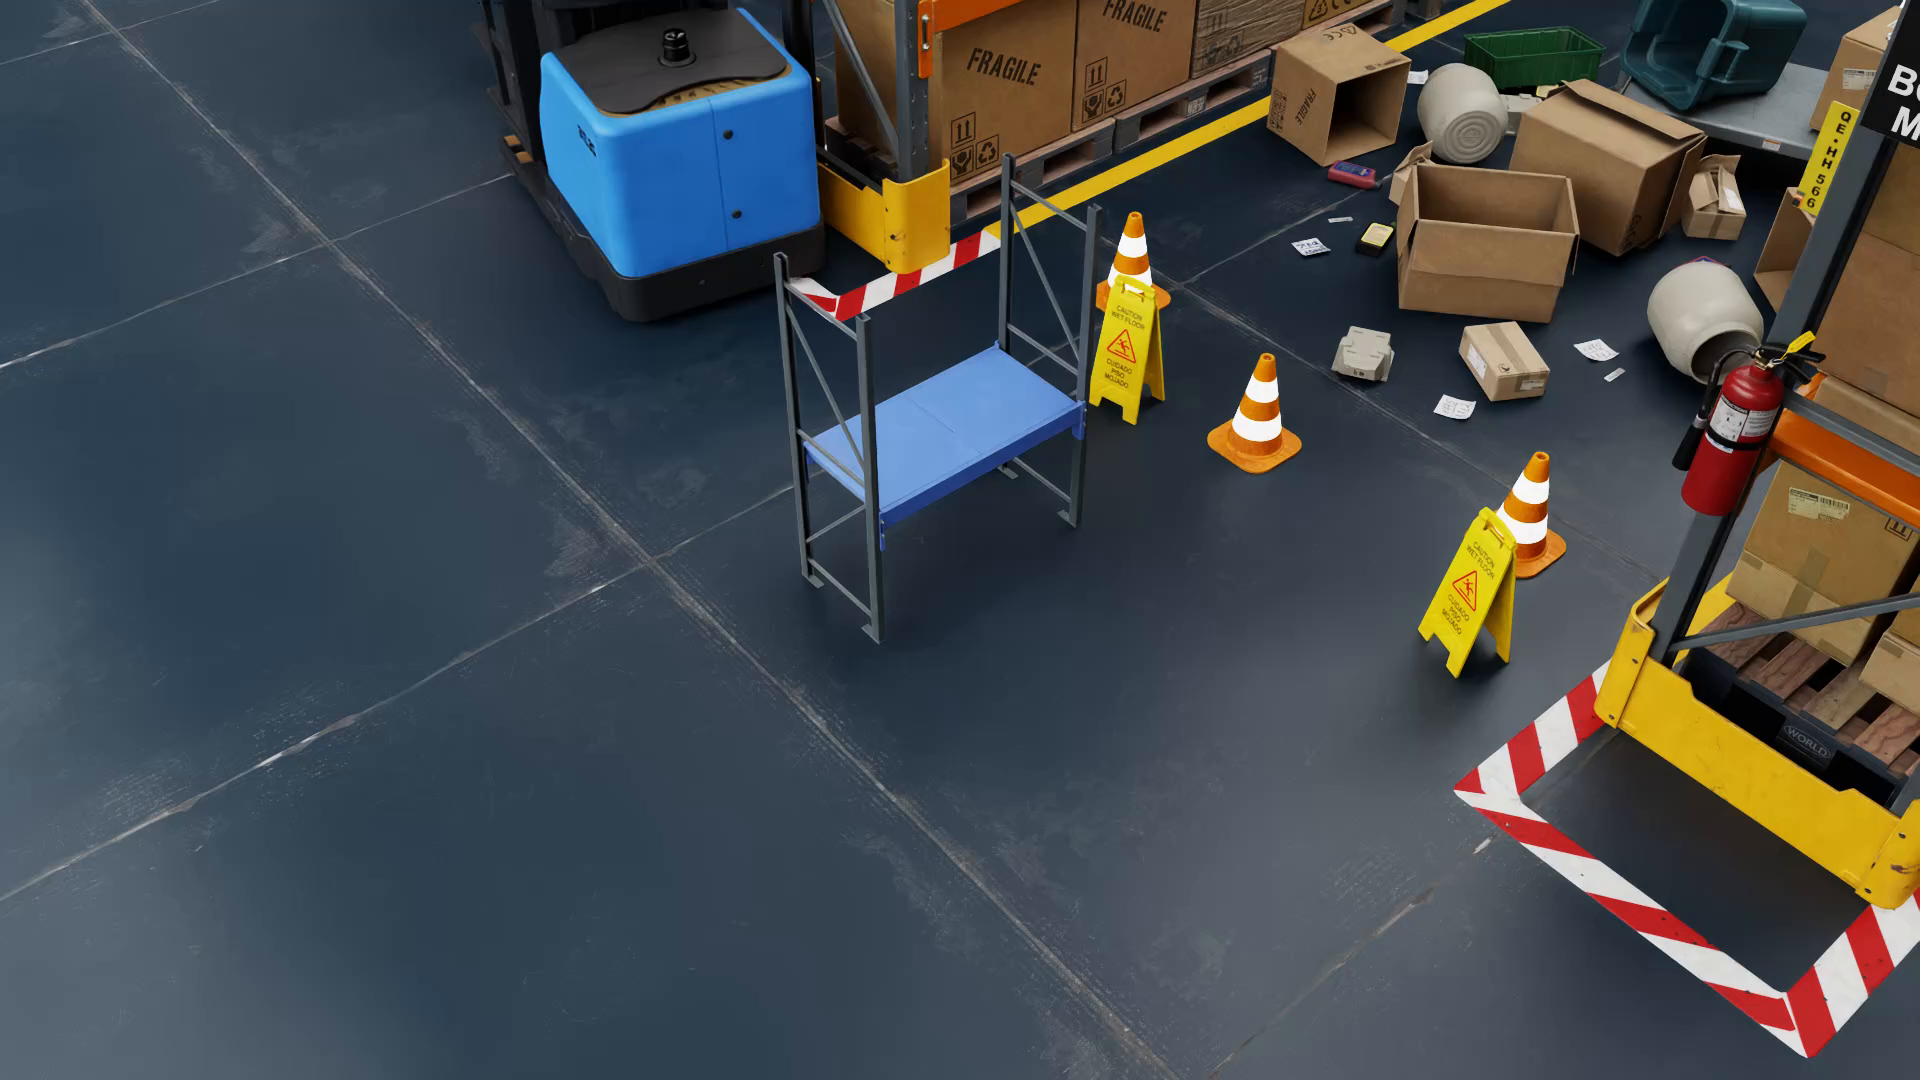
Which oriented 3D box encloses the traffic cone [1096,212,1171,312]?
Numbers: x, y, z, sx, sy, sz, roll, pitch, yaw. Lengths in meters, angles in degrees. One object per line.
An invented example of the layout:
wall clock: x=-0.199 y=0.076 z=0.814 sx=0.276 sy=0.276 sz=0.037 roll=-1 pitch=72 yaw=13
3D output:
traffic cone: x=0.808 y=-1.329 z=7.827 sx=0.334 sy=0.463 sz=0.336 roll=-30 pitch=51 yaw=-28

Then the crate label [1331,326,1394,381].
crate label: x=1.836 y=-0.845 z=7.550 sx=0.250 sy=0.136 sz=0.298 roll=14 pitch=45 yaw=15

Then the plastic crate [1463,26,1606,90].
plastic crate: x=3.265 y=-2.755 z=9.504 sx=0.662 sy=0.188 sz=0.450 roll=-7 pitch=34 yaw=-7

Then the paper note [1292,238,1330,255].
paper note: x=1.750 y=-1.462 z=8.286 sx=0.142 sy=0.017 sz=0.144 roll=-14 pitch=45 yaw=-14

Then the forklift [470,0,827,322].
forklift: x=-1.799 y=-3.081 z=7.890 sx=1.130 sy=2.935 sz=3.031 roll=-21 pitch=47 yaw=-21

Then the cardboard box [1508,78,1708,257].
cardboard box: x=3.178 y=-1.867 z=8.271 sx=0.503 sy=0.637 sz=0.797 roll=-30 pitch=51 yaw=-28

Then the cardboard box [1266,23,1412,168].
cardboard box: x=2.026 y=-2.392 z=8.930 sx=0.500 sy=0.500 sz=0.500 roll=-21 pitch=47 yaw=-21

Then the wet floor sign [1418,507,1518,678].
wet floor sign: x=1.911 y=0.169 z=6.099 sx=0.232 sy=0.644 sz=0.267 roll=-14 pitch=45 yaw=-14

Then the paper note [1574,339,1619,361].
paper note: x=2.939 y=-0.879 z=7.672 sx=0.142 sy=0.019 sz=0.148 roll=-14 pitch=45 yaw=-14

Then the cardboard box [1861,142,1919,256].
cardboard box: x=2.995 y=-1.059 z=4.666 sx=0.500 sy=0.500 sz=0.700 roll=-31 pitch=51 yaw=-29

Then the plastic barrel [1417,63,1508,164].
plastic barrel: x=2.672 y=-2.280 z=8.868 sx=0.421 sy=0.421 sz=0.512 roll=0 pitch=43 yaw=0

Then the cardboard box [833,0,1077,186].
cardboard box: x=-0.033 y=-2.477 z=8.442 sx=0.875 sy=0.875 sz=0.875 roll=-29 pitch=51 yaw=-28

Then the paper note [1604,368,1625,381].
paper note: x=2.969 y=-0.750 z=7.541 sx=0.123 sy=0.001 sz=0.032 roll=-30 pitch=51 yaw=-28

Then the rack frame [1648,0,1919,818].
rack frame: x=2.743 y=-0.211 z=4.784 sx=0.127 sy=3.000 sz=1.000 roll=-30 pitch=51 yaw=-28

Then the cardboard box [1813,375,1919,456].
cardboard box: x=2.893 y=-0.396 z=5.164 sx=0.250 sy=0.149 sz=0.380 roll=-28 pitch=50 yaw=-27

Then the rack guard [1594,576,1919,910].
rack guard: x=2.801 y=0.667 z=5.675 sx=0.348 sy=0.500 sz=1.175 roll=-30 pitch=51 yaw=-28

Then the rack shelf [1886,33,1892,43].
rack shelf: x=4.277 y=-1.921 z=4.938 sx=4.000 sy=0.370 sz=1.077 roll=-30 pitch=51 yaw=-28

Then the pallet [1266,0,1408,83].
pallet: x=1.924 y=-3.213 z=10.017 sx=1.213 sy=0.211 sz=1.003 roll=-30 pitch=51 yaw=-28

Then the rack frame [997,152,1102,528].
rack frame: x=0.325 y=-0.732 z=6.434 sx=0.032 sy=1.500 sz=0.500 roll=-30 pitch=51 yaw=-28

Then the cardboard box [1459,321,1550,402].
cardboard box: x=2.452 y=-0.808 z=7.502 sx=0.250 sy=0.149 sz=0.380 roll=-7 pitch=44 yaw=-7

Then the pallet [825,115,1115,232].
pallet: x=0.053 y=-2.142 z=8.876 sx=1.213 sy=0.211 sz=1.003 roll=-30 pitch=51 yaw=-28

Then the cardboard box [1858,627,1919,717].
cardboard box: x=3.539 y=0.429 z=5.804 sx=0.500 sy=0.250 sz=0.500 roll=-30 pitch=51 yaw=-28

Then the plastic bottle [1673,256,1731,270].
plastic bottle: x=3.618 y=-1.315 z=8.105 sx=0.283 sy=0.061 sz=0.133 roll=-21 pitch=47 yaw=-21

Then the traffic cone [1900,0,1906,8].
traffic cone: x=5.445 y=-2.975 z=9.580 sx=0.334 sy=0.463 sz=0.336 roll=-30 pitch=51 yaw=-28

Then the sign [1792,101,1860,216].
sign: x=2.402 y=-1.049 z=4.599 sx=0.005 sy=0.325 sz=0.100 roll=-30 pitch=51 yaw=-28

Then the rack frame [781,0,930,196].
rack frame: x=-0.510 y=-2.766 z=7.504 sx=0.127 sy=3.000 sz=1.000 roll=-30 pitch=51 yaw=-28

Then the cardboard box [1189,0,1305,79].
cardboard box: x=1.342 y=-3.264 z=9.280 sx=0.875 sy=0.875 sz=0.875 roll=-29 pitch=51 yaw=-28

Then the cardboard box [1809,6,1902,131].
cardboard box: x=4.646 y=-2.254 z=8.232 sx=0.500 sy=0.500 sz=0.500 roll=-30 pitch=51 yaw=-28

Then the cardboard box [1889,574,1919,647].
cardboard box: x=3.557 y=0.145 z=5.558 sx=0.500 sy=0.500 sz=0.500 roll=-32 pitch=52 yaw=-29

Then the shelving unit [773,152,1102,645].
shelving unit: x=-0.065 y=-0.509 z=6.197 sx=1.048 sy=1.500 sz=0.538 roll=-30 pitch=51 yaw=-28

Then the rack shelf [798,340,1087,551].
rack shelf: x=-0.065 y=-0.378 z=6.320 sx=1.000 sy=0.185 sz=0.538 roll=-30 pitch=51 yaw=-28

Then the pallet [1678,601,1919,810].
pallet: x=3.447 y=0.434 z=6.134 sx=1.213 sy=0.211 sz=1.003 roll=-30 pitch=51 yaw=-28

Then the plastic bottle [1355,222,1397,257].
plastic bottle: x=2.091 y=-1.523 z=8.327 sx=0.133 sy=0.061 sz=0.283 roll=22 pitch=47 yaw=21
